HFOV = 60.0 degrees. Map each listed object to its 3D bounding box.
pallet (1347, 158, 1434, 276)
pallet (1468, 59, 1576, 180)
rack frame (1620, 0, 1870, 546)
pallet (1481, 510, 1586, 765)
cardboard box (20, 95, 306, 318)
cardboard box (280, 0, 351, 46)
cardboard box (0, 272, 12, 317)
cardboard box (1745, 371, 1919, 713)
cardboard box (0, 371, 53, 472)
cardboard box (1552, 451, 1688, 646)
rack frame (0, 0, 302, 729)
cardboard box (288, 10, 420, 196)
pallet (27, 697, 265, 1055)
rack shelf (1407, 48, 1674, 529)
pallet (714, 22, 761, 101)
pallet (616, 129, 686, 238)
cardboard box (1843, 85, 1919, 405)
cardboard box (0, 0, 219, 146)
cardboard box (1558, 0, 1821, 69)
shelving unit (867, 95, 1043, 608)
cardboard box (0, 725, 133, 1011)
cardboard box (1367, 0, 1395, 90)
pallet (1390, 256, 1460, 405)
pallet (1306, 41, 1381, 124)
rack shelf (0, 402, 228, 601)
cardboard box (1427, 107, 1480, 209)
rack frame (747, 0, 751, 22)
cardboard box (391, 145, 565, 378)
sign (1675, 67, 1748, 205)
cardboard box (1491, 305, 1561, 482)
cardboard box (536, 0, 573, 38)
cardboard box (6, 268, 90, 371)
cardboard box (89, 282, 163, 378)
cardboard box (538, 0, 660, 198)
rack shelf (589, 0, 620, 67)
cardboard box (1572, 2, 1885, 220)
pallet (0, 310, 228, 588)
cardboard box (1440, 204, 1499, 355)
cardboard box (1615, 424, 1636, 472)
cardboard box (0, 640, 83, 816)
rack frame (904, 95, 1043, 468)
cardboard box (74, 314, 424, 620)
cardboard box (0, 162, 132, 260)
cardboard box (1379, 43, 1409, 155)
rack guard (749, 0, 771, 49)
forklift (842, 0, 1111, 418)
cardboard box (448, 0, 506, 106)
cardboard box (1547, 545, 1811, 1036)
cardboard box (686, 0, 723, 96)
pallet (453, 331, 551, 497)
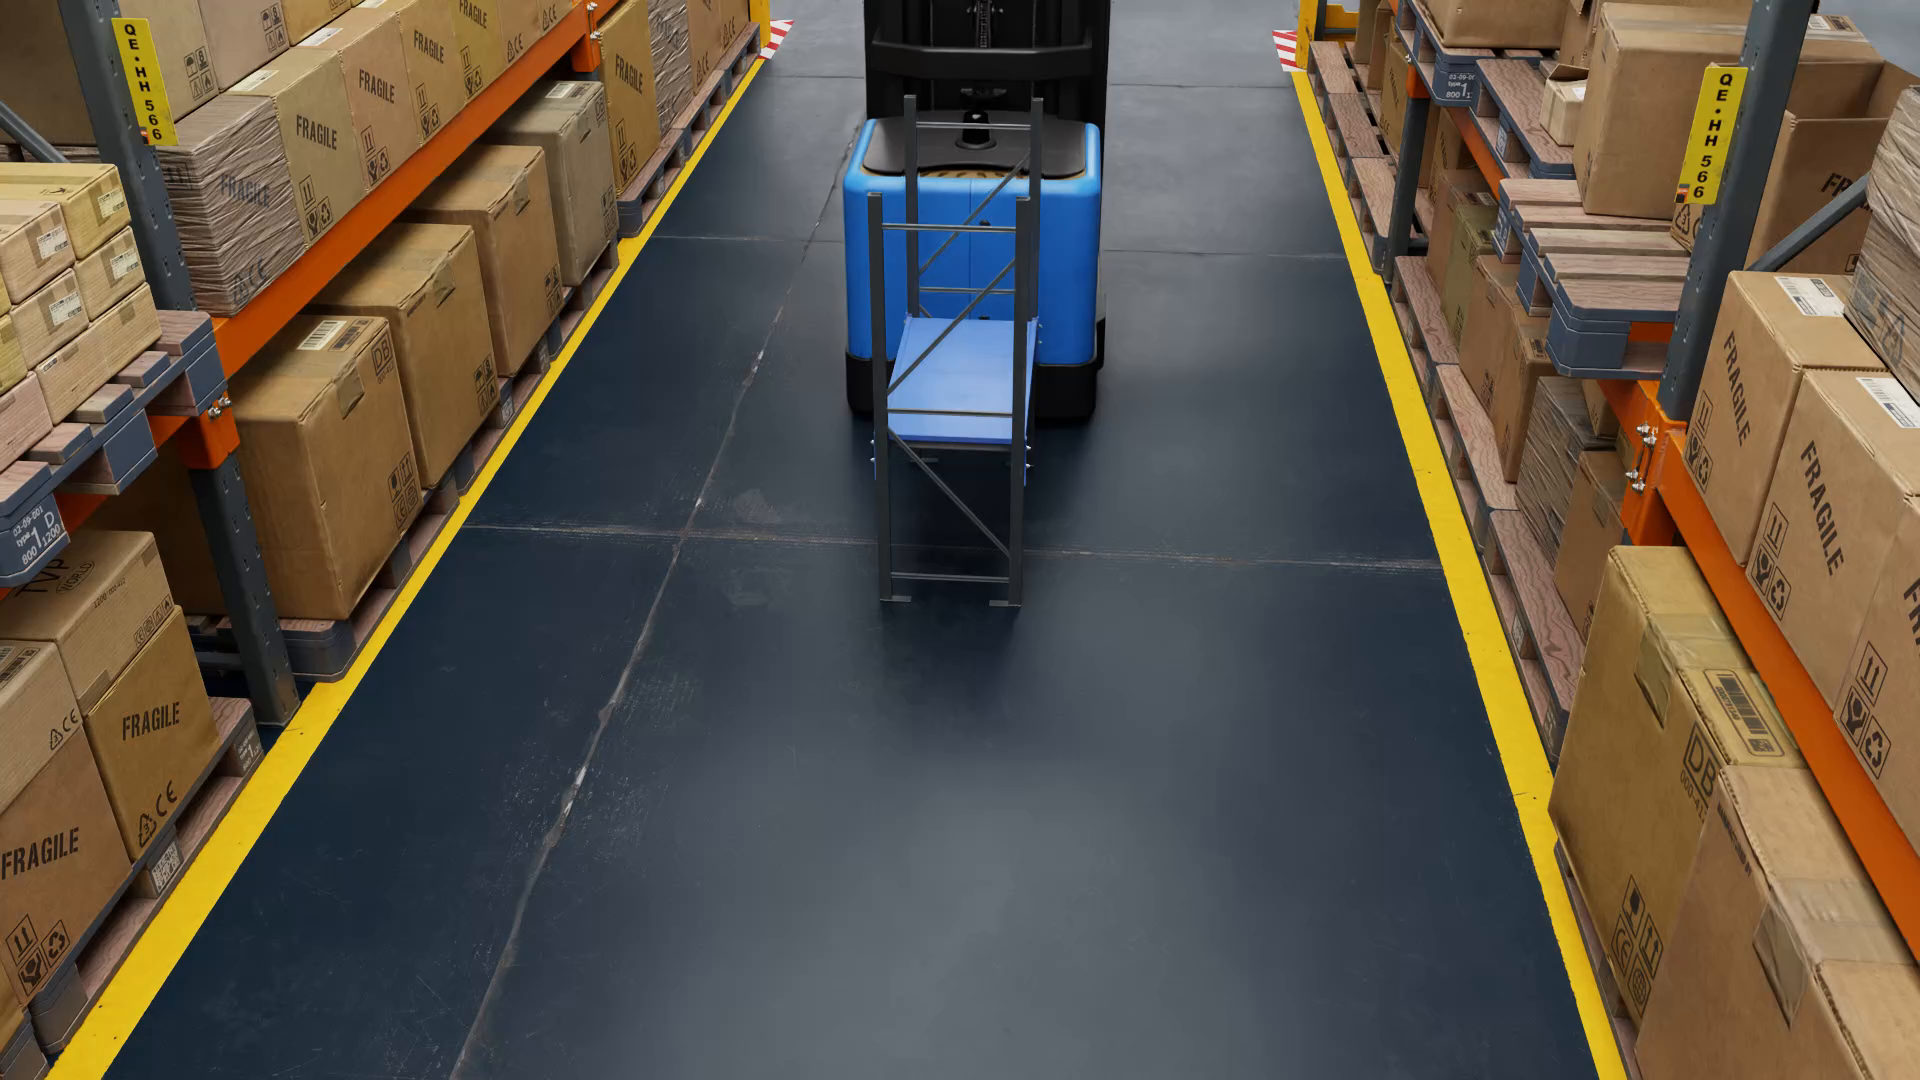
[{"bbox_3d":[2.647,-1.723,8.845,1.003,0.211,1.213,2,32,4],"label":"pallet"},{"bbox_3d":[2.423,-1.421,5.879,1.003,0.211,1.213,2,32,4],"label":"pallet"},{"bbox_3d":[2.302,-0.466,4.147,1.000,3.000,0.127,2,32,4],"label":"rack frame"},{"bbox_3d":[2.367,0.313,5.541,1.003,0.211,1.213,2,32,4],"label":"pallet"},{"bbox_3d":[-2.327,-0.996,4.912,0.500,0.500,0.500,3,32,5],"label":"cardboard box"},{"bbox_3d":[-2.507,-1.966,5.533,0.700,0.500,0.500,2,32,3],"label":"cardboard box"},{"bbox_3d":[-2.260,-0.511,3.493,0.380,0.149,0.250,3,32,5],"label":"cardboard box"},{"bbox_3d":[1.952,0.004,3.289,0.500,0.500,0.500,2,32,3],"label":"cardboard box"},{"bbox_3d":[-2.257,-0.260,3.653,0.380,0.149,0.250,3,32,5],"label":"cardboard box"},{"bbox_3d":[2.337,0.060,5.257,0.700,0.500,0.500,1,32,1],"label":"cardboard box"},{"bbox_3d":[-2.633,-0.730,4.576,1.000,3.000,0.127,2,32,4],"label":"rack frame"},{"bbox_3d":[-2.247,-1.526,5.772,0.500,0.500,0.500,2,32,4],"label":"cardboard box"},{"bbox_3d":[-2.698,0.865,4.645,1.003,0.211,1.213,2,32,4],"label":"pallet"},{"bbox_3d":[2.465,-1.205,6.032,1.077,0.370,4.000,2,32,4],"label":"rack shelf"},{"bbox_3d":[-1.969,-3.305,11.412,1.003,0.211,1.213,2,32,4],"label":"pallet"},{"bbox_3d":[-2.167,-2.029,9.342,1.003,0.211,1.213,2,32,4],"label":"pallet"},{"bbox_3d":[2.227,-0.554,3.238,0.797,0.503,0.637,3,32,6],"label":"cardboard box"},{"bbox_3d":[-2.586,-1.433,4.668,0.700,0.500,0.500,2,32,4],"label":"cardboard box"},{"bbox_3d":[2.579,-1.870,5.926,0.797,0.503,0.637,6,32,9],"label":"cardboard box"},{"bbox_3d":[0.007,-0.683,5.929,0.538,1.500,1.048,2,32,4],"label":"shelving unit"},{"bbox_3d":[-2.472,0.782,4.105,0.500,0.500,0.500,4,32,6],"label":"cardboard box"},{"bbox_3d":[2.872,-3.124,10.442,0.500,0.500,0.500,11,33,17],"label":"cardboard box"},{"bbox_3d":[2.566,-0.963,7.612,1.003,0.211,1.213,2,32,4],"label":"pallet"},{"bbox_3d":[2.846,-2.999,10.915,1.003,0.211,1.213,2,32,4],"label":"pallet"},{"bbox_3d":[-2.796,0.622,3.068,1.077,0.370,4.000,2,32,4],"label":"rack shelf"},{"bbox_3d":[2.700,-1.879,8.423,0.500,0.500,0.500,2,32,2],"label":"cardboard box"},{"bbox_3d":[-1.982,-4.914,11.364,1.000,3.000,0.127,2,32,4],"label":"rack frame"},{"bbox_3d":[-2.350,-1.210,7.099,1.050,0.750,0.750,2,32,4],"label":"cardboard box"},{"bbox_3d":[1.761,-0.943,3.893,0.100,0.325,0.005,2,32,4],"label":"sign"},{"bbox_3d":[2.409,-0.527,6.210,0.700,0.500,0.500,5,32,8],"label":"cardboard box"},{"bbox_3d":[-2.083,-2.580,7.483,0.500,0.500,0.500,2,32,4],"label":"cardboard box"},{"bbox_3d":[-2.239,-0.511,3.777,0.380,0.149,0.250,4,32,6],"label":"cardboard box"},{"bbox_3d":[-2.215,-0.525,4.081,0.380,0.149,0.250,3,32,5],"label":"cardboard box"},{"bbox_3d":[-2.186,-2.422,8.946,0.875,0.875,0.875,3,32,5],"label":"cardboard box"},{"bbox_3d":[-2.144,-3.562,9.856,1.077,0.370,4.000,2,32,4],"label":"rack shelf"},{"bbox_3d":[2.252,-1.267,4.952,0.700,0.500,0.500,7,32,11],"label":"cardboard box"},{"bbox_3d":[-2.585,-0.272,4.014,1.213,0.211,1.003,2,32,4],"label":"pallet"},{"bbox_3d":[2.499,-1.112,7.158,0.700,0.500,0.500,2,32,4],"label":"cardboard box"},{"bbox_3d":[2.327,-0.260,5.061,0.500,0.250,0.500,4,32,6],"label":"cardboard box"},{"bbox_3d":[-2.458,0.469,3.897,0.500,0.250,0.500,3,32,5],"label":"cardboard box"},{"bbox_3d":[0.048,-0.949,6.360,0.500,1.500,0.032,2,32,4],"label":"rack frame"},{"bbox_3d":[-2.494,-0.266,5.567,1.050,0.750,0.750,2,32,3],"label":"cardboard box"},{"bbox_3d":[-2.216,-0.780,3.928,0.380,0.149,0.250,1,32,2],"label":"cardboard box"},{"bbox_3d":[2.712,-2.507,9.442,0.500,0.500,0.500,0,32,0],"label":"cardboard box"},{"bbox_3d":[-1.980,-3.862,12.040,1.175,0.500,0.348,2,32,4],"label":"rack guard"},{"bbox_3d":[0.135,-2.503,7.519,1.130,2.935,3.031,2,32,3],"label":"forklift"},{"bbox_3d":[-2.166,-2.052,6.625,0.500,0.500,0.500,3,32,5],"label":"cardboard box"},{"bbox_3d":[2.225,0.620,4.010,1.225,0.875,0.875,1,32,2],"label":"cardboard box"},{"bbox_3d":[-2.040,-3.370,10.485,0.875,0.875,0.875,2,32,3],"label":"cardboard box"},{"bbox_3d":[-2.392,-0.589,7.004,1.003,0.211,1.213,2,32,4],"label":"pallet"}]
